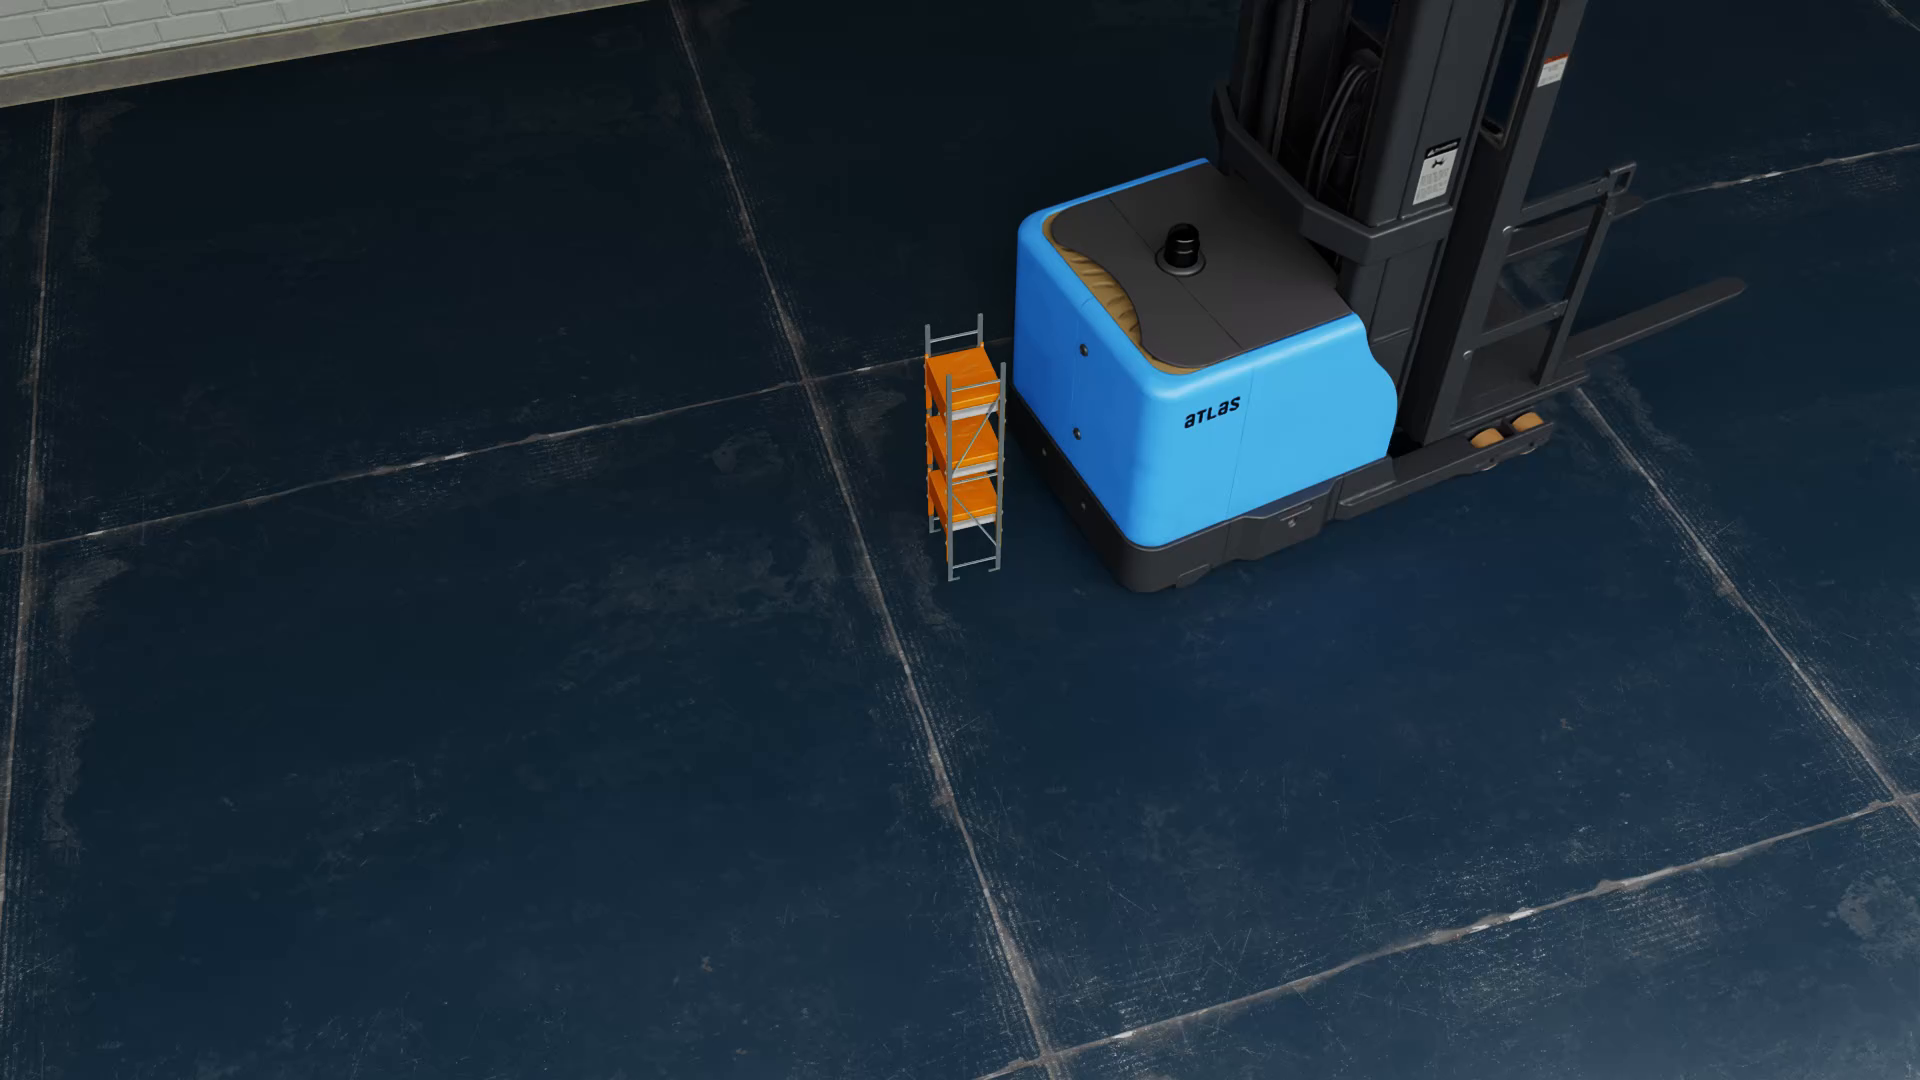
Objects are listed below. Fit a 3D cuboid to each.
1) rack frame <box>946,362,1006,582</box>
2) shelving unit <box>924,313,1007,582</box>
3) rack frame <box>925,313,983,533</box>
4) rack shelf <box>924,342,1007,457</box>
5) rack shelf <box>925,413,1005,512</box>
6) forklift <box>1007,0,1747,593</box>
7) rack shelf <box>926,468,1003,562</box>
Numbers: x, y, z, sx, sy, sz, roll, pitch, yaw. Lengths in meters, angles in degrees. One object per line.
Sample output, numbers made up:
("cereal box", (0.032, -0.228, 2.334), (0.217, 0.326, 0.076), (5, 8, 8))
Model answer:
("rack frame", (0.052, -0.210, 5.741), (0.200, 1.050, 0.008), (-13, 51, -11))
("shelving unit", (0.016, -0.299, 5.816), (0.215, 1.050, 0.252), (-13, 51, -11))
("rack frame", (-0.020, -0.388, 5.891), (0.200, 1.050, 0.008), (-13, 51, -11))
("rack shelf", (0.016, -0.475, 5.607), (0.215, 0.259, 0.240), (-13, 51, -11))
("rack shelf", (0.016, -0.292, 5.824), (0.215, 0.259, 0.240), (-13, 51, -11))
("forklift", (1.739, -1.556, 5.645), (3.031, 2.935, 1.130), (-21, 53, -17))
("rack shelf", (0.016, -0.113, 6.036), (0.215, 0.259, 0.240), (-13, 51, -11))
